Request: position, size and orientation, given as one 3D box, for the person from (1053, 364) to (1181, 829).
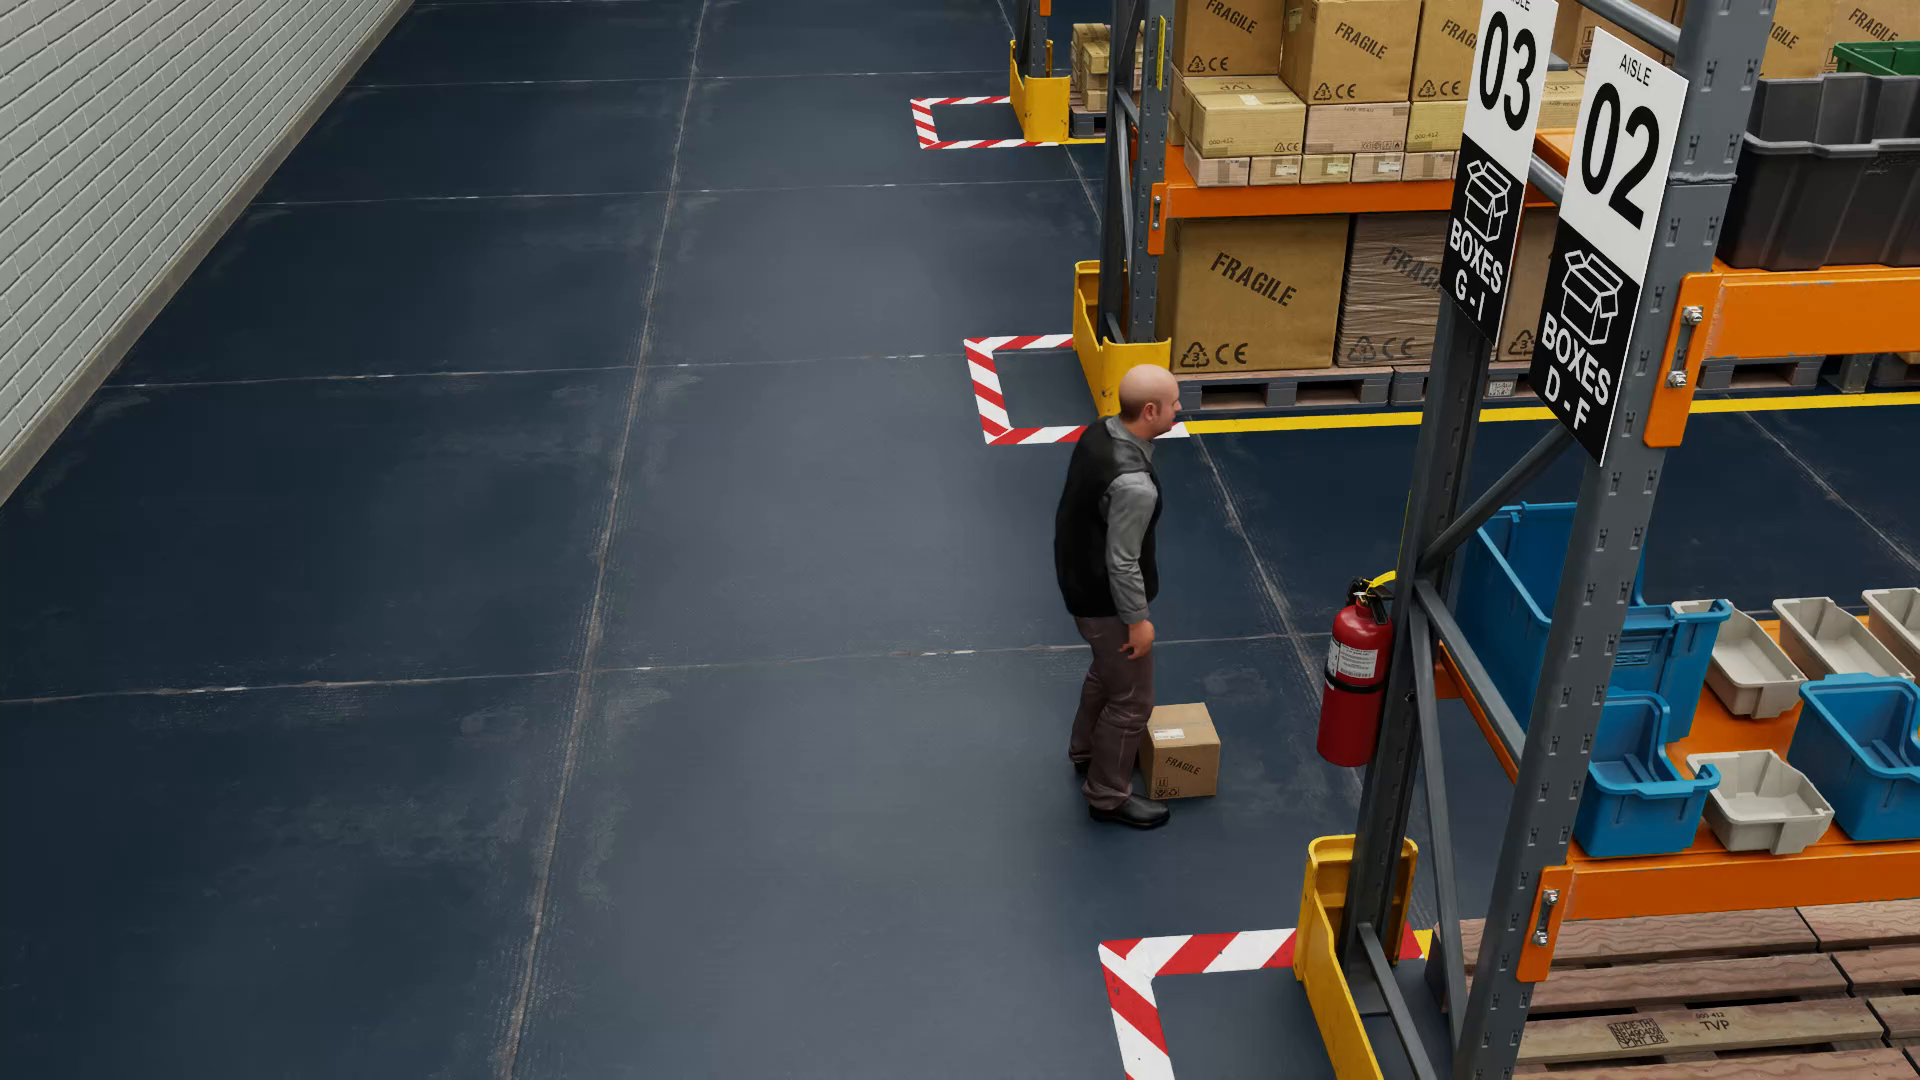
[{"bbox_3d":[0.538,0.185,5.848,0.420,1.720,0.579,-3,31,-5],"label":"person"}]
